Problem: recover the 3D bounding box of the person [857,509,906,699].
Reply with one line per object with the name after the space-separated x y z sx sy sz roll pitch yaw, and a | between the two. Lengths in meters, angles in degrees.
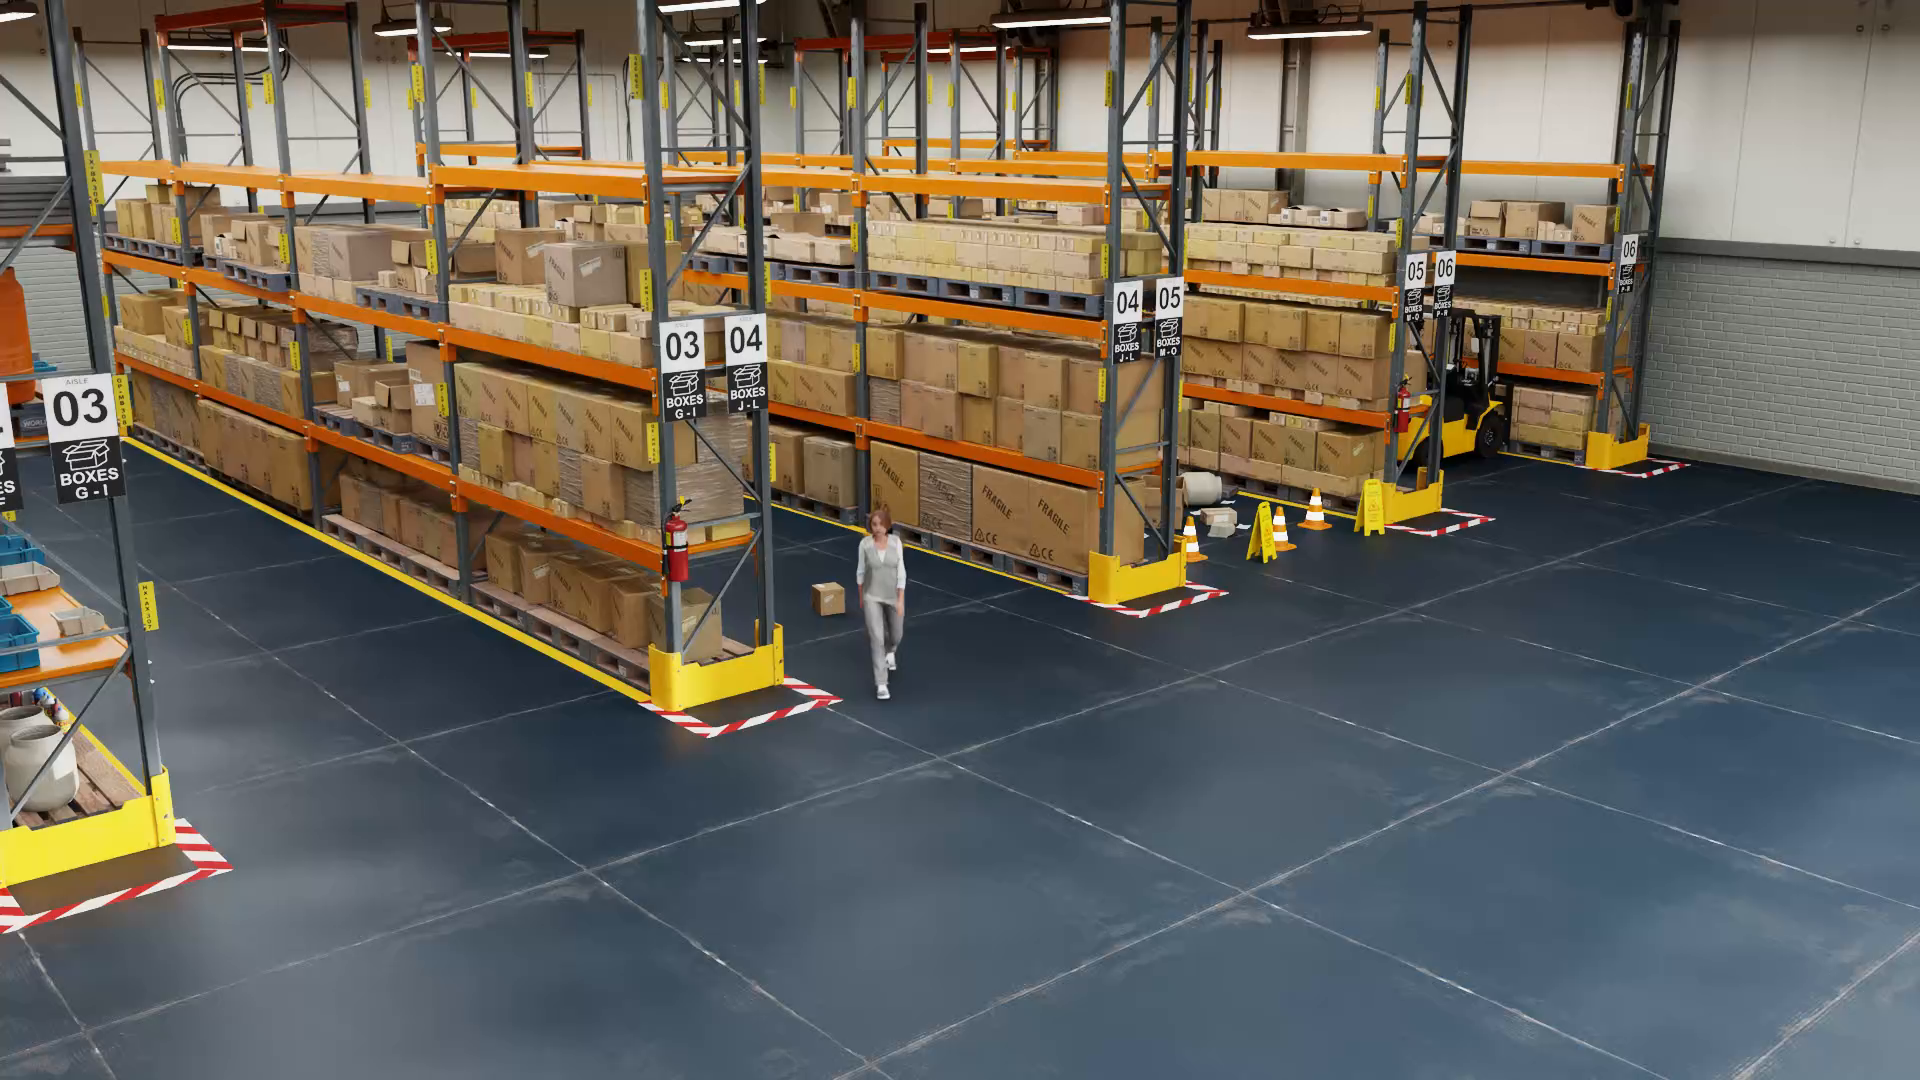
-0.666 0.496 14.087 0.399 1.533 0.869 -3 15 -11 | person
